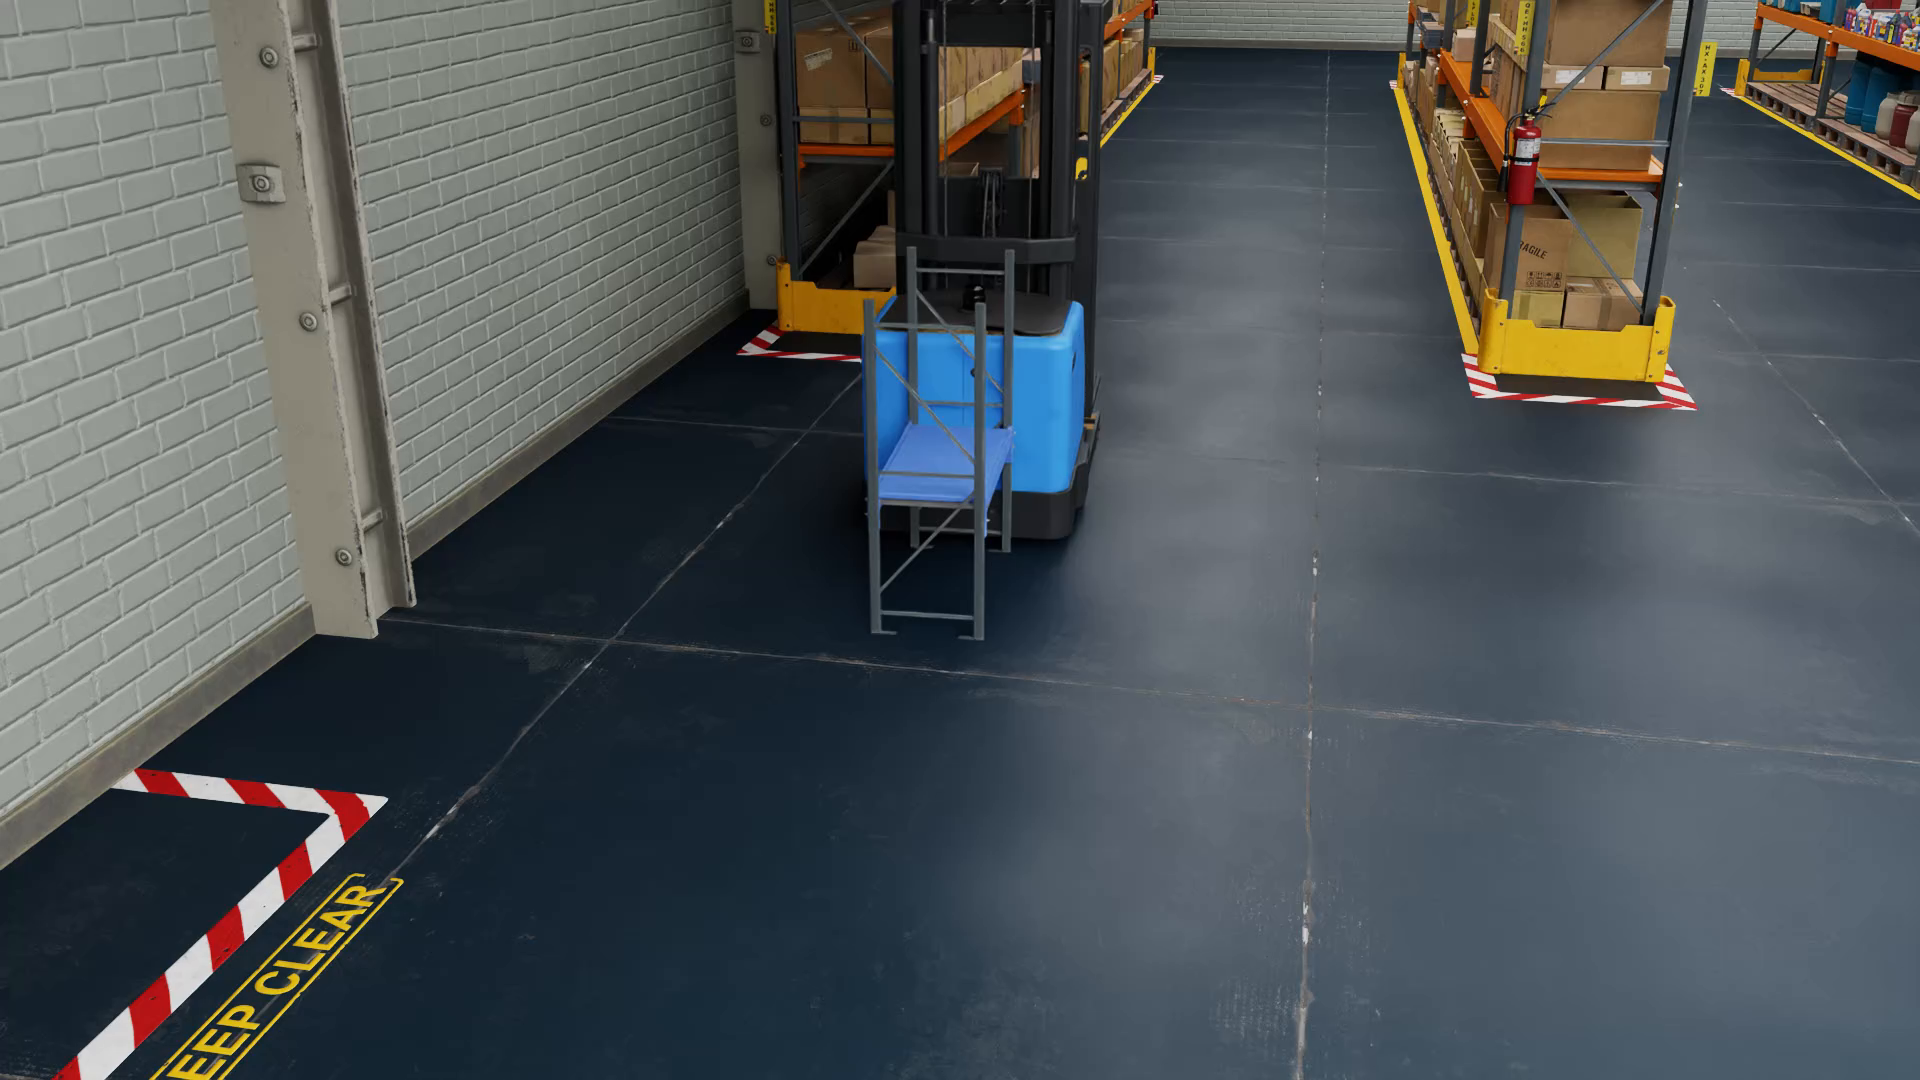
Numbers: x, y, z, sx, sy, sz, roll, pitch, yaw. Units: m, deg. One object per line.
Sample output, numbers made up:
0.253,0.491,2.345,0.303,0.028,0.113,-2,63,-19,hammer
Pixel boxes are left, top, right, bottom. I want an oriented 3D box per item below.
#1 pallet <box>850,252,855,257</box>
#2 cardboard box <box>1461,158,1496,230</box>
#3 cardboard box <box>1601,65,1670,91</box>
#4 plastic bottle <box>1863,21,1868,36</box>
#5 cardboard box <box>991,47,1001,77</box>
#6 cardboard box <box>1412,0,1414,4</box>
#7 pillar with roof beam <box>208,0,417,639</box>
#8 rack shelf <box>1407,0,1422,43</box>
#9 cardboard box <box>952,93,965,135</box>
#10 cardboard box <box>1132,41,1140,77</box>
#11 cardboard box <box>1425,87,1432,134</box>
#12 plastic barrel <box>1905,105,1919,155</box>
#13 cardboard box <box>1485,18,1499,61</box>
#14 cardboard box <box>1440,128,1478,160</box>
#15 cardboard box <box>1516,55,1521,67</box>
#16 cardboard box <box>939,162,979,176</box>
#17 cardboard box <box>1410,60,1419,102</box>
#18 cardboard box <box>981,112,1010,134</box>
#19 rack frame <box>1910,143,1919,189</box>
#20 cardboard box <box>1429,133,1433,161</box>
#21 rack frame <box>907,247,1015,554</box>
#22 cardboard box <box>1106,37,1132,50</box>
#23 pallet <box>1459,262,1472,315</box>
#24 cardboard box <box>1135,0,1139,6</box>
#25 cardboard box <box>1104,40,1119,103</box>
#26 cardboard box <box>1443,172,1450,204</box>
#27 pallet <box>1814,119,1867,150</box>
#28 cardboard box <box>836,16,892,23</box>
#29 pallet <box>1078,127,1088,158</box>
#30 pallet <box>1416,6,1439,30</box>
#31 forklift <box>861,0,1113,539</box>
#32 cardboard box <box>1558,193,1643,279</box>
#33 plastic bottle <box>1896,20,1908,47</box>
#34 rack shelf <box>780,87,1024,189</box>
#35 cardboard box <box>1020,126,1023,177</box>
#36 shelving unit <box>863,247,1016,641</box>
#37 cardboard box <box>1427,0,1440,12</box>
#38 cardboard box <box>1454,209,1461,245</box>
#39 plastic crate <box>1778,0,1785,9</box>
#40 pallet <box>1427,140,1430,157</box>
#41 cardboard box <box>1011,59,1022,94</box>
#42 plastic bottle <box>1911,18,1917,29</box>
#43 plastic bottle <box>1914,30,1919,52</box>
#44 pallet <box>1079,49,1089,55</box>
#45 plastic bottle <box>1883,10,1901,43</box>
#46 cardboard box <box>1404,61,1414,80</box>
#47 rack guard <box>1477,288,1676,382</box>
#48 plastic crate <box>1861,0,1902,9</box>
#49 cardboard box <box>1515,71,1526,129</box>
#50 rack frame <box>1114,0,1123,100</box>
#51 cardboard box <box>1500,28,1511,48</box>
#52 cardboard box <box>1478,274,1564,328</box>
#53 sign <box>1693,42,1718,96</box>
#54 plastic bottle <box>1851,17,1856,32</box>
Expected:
-0.288,-2.389,14.002,1.003,0.211,1.213,4,22,11,pallet
4.307,-2.757,13.300,0.500,0.500,0.500,4,22,11,cardboard box
4.386,-3.013,10.818,0.380,0.149,0.250,4,22,11,cardboard box
10.760,-6.071,19.678,0.097,0.201,0.097,0,22,0,plastic bottle
0.058,-4.103,13.695,0.500,0.500,0.500,4,22,9,cardboard box
6.911,-8.105,24.330,0.500,0.500,0.500,4,22,10,cardboard box
1.531,-3.497,4.992,9.100,9.000,0.400,4,22,11,pillar with roof beam
6.952,-7.325,23.490,1.077,0.370,4.000,4,22,11,rack shelf
-0.252,-3.200,12.458,0.500,0.250,0.500,4,22,9,cardboard box
2.363,-7.355,25.385,0.700,0.500,0.500,4,22,11,cardboard box
5.795,-5.058,19.655,0.500,0.500,0.500,4,22,9,cardboard box
10.687,-4.520,18.329,0.421,0.512,0.421,0,22,0,plastic barrel
5.294,-4.704,15.883,0.500,0.500,0.500,4,22,11,cardboard box
5.024,-3.908,16.409,0.500,0.311,0.500,4,22,10,cardboard box
4.250,-3.514,12.061,0.380,0.149,0.250,5,22,12,cardboard box
-0.111,-3.040,14.643,0.500,0.500,0.500,3,22,7,cardboard box
6.383,-6.202,22.495,0.500,0.500,0.500,4,22,11,cardboard box
0.282,-4.202,16.526,0.500,0.250,0.500,4,22,10,cardboard box
10.576,-5.086,16.966,1.000,3.000,0.127,4,22,11,rack frame
5.333,-4.215,17.922,0.500,0.250,0.500,4,22,11,cardboard box
0.002,-0.648,7.955,0.500,1.500,0.032,3,22,8,rack frame
2.302,-7.208,24.151,0.380,0.149,0.250,4,22,9,cardboard box
4.462,-1.973,12.970,1.003,0.211,1.213,4,22,11,pallet
2.114,-8.173,24.231,0.980,0.700,0.700,3,22,8,cardboard box
1.688,-6.254,22.182,0.750,0.750,0.750,5,22,12,cardboard box
4.817,-3.280,15.600,0.500,0.250,0.500,4,22,10,cardboard box
11.194,-4.976,20.426,1.003,0.211,1.213,4,22,11,pallet
-0.653,-3.764,12.854,0.500,0.500,0.500,4,22,9,cardboard box
1.112,-4.830,20.064,1.003,0.211,1.213,4,22,11,pallet
6.274,-6.554,20.870,1.003,0.211,1.213,4,22,11,pallet
0.231,-1.878,9.092,1.130,2.935,3.031,3,22,8,forklift
4.523,-2.168,11.837,0.500,0.500,0.500,4,22,11,cardboard box
10.474,-5.630,18.474,0.061,0.283,0.133,4,22,11,plastic bottle
-0.347,-3.313,13.527,1.077,0.370,4.000,4,22,11,rack shelf
0.252,-3.886,16.744,0.700,0.500,0.500,4,22,10,cardboard box
-0.071,-0.460,7.488,0.538,1.500,1.048,3,22,8,shelving unit
6.150,-6.756,20.418,0.700,0.500,0.500,8,23,19,cardboard box
4.413,-2.592,13.893,0.500,0.250,0.500,4,22,11,cardboard box
11.551,-7.493,23.215,0.250,0.136,0.298,4,22,11,plastic crate
5.917,-4.441,19.099,1.003,0.211,1.213,4,22,11,pallet
0.261,-4.121,14.746,0.500,0.250,0.500,5,22,11,cardboard box
10.653,-5.687,18.614,0.061,0.283,0.133,4,22,11,plastic bottle
10.369,-5.403,17.926,0.097,0.271,0.097,0,22,0,plastic bottle
0.836,-5.483,18.210,1.213,0.211,1.003,4,22,11,pallet
10.613,-5.833,18.887,0.144,0.351,0.185,4,22,11,plastic bottle
6.870,-6.959,24.709,0.500,0.250,0.500,4,22,11,cardboard box
4.091,-1.371,11.087,1.175,0.500,0.348,4,22,11,rack guard
11.820,-6.913,21.338,0.402,0.464,0.583,4,22,11,plastic crate
4.413,-3.129,11.973,0.700,0.500,0.500,5,22,11,cardboard box
1.694,-7.304,22.473,1.000,3.000,0.127,4,22,11,rack frame
4.513,-3.983,13.226,0.380,0.149,0.250,4,22,10,cardboard box
3.916,-1.677,11.620,0.500,0.250,0.500,4,22,11,cardboard box
4.638,-2.933,10.355,0.100,0.325,0.005,4,22,11,sign
10.867,-6.262,20.154,0.097,0.201,0.097,0,22,0,plastic bottle
